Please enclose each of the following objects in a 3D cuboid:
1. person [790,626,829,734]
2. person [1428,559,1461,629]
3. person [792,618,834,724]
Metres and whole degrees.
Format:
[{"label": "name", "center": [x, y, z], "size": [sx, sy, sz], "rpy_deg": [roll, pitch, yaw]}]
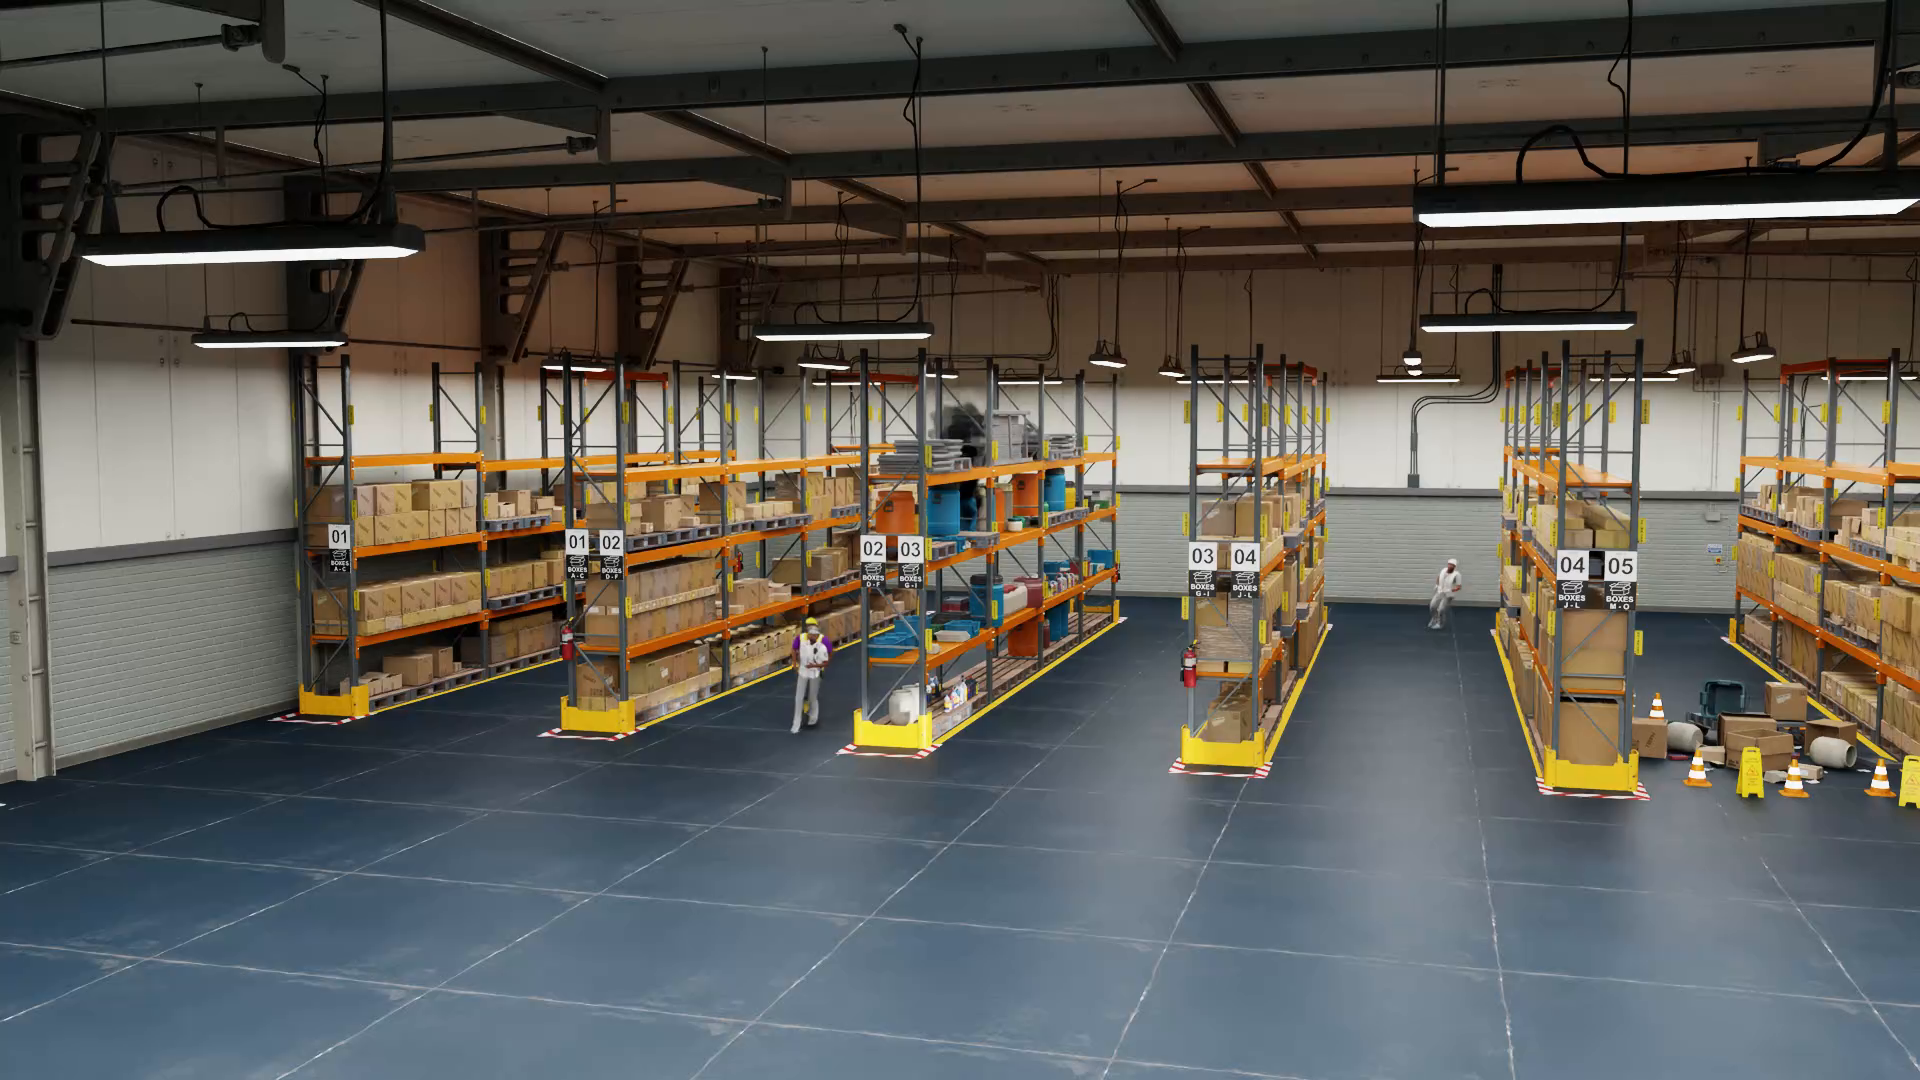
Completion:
[{"label": "person", "center": [-2.341, 2.204, 26.430], "size": [0.574, 1.731, 0.780], "rpy_deg": [1, 4, 12]}, {"label": "person", "center": [11.206, 1.262, 38.597], "size": [0.560, 1.685, 0.873], "rpy_deg": [-4, 6, -42]}, {"label": "person", "center": [-2.419, 2.118, 27.026], "size": [0.730, 1.726, 0.594], "rpy_deg": [1, 4, 10]}]
